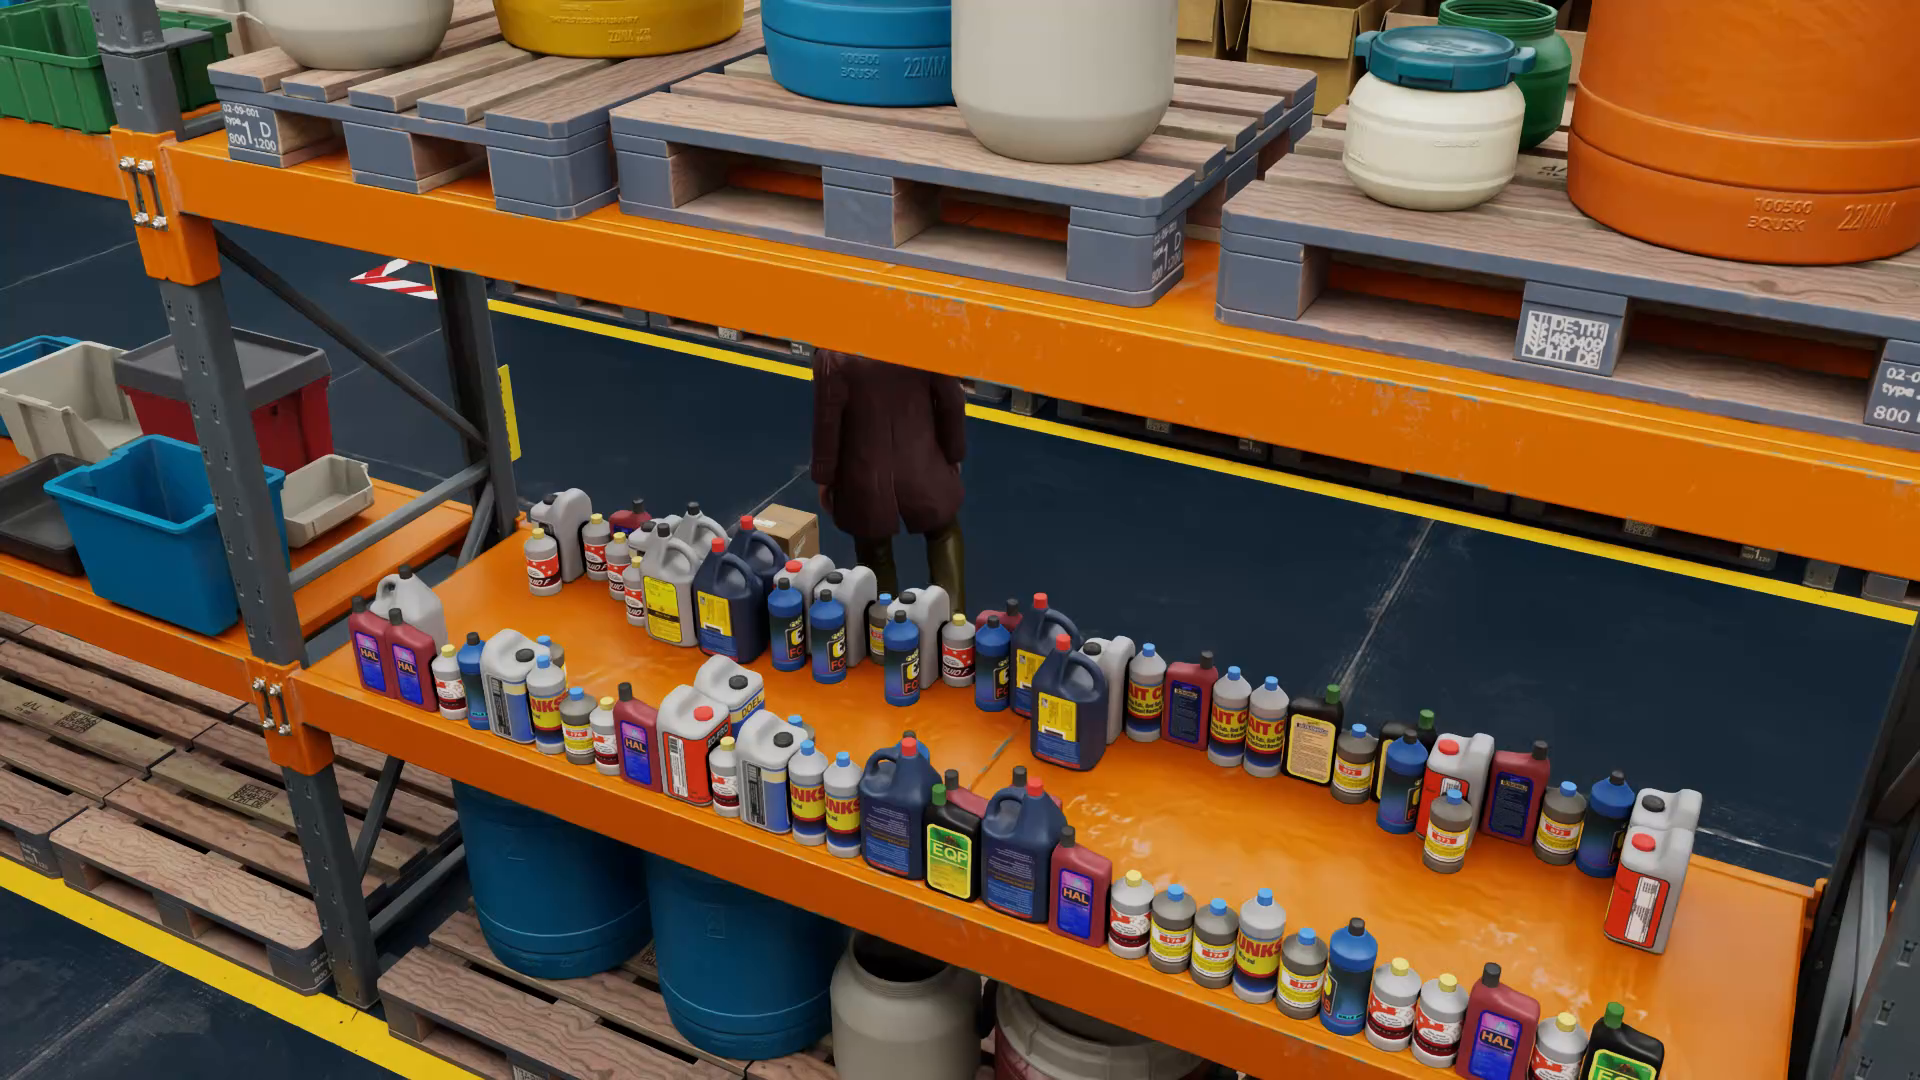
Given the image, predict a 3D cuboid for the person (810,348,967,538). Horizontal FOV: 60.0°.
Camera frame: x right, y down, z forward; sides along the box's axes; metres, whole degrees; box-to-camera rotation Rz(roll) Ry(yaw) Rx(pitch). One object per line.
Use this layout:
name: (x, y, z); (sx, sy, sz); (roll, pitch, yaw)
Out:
person: (-0.281, -0.476, 6.498); (0.630, 0.945, 0.377); (-6, 30, -10)
